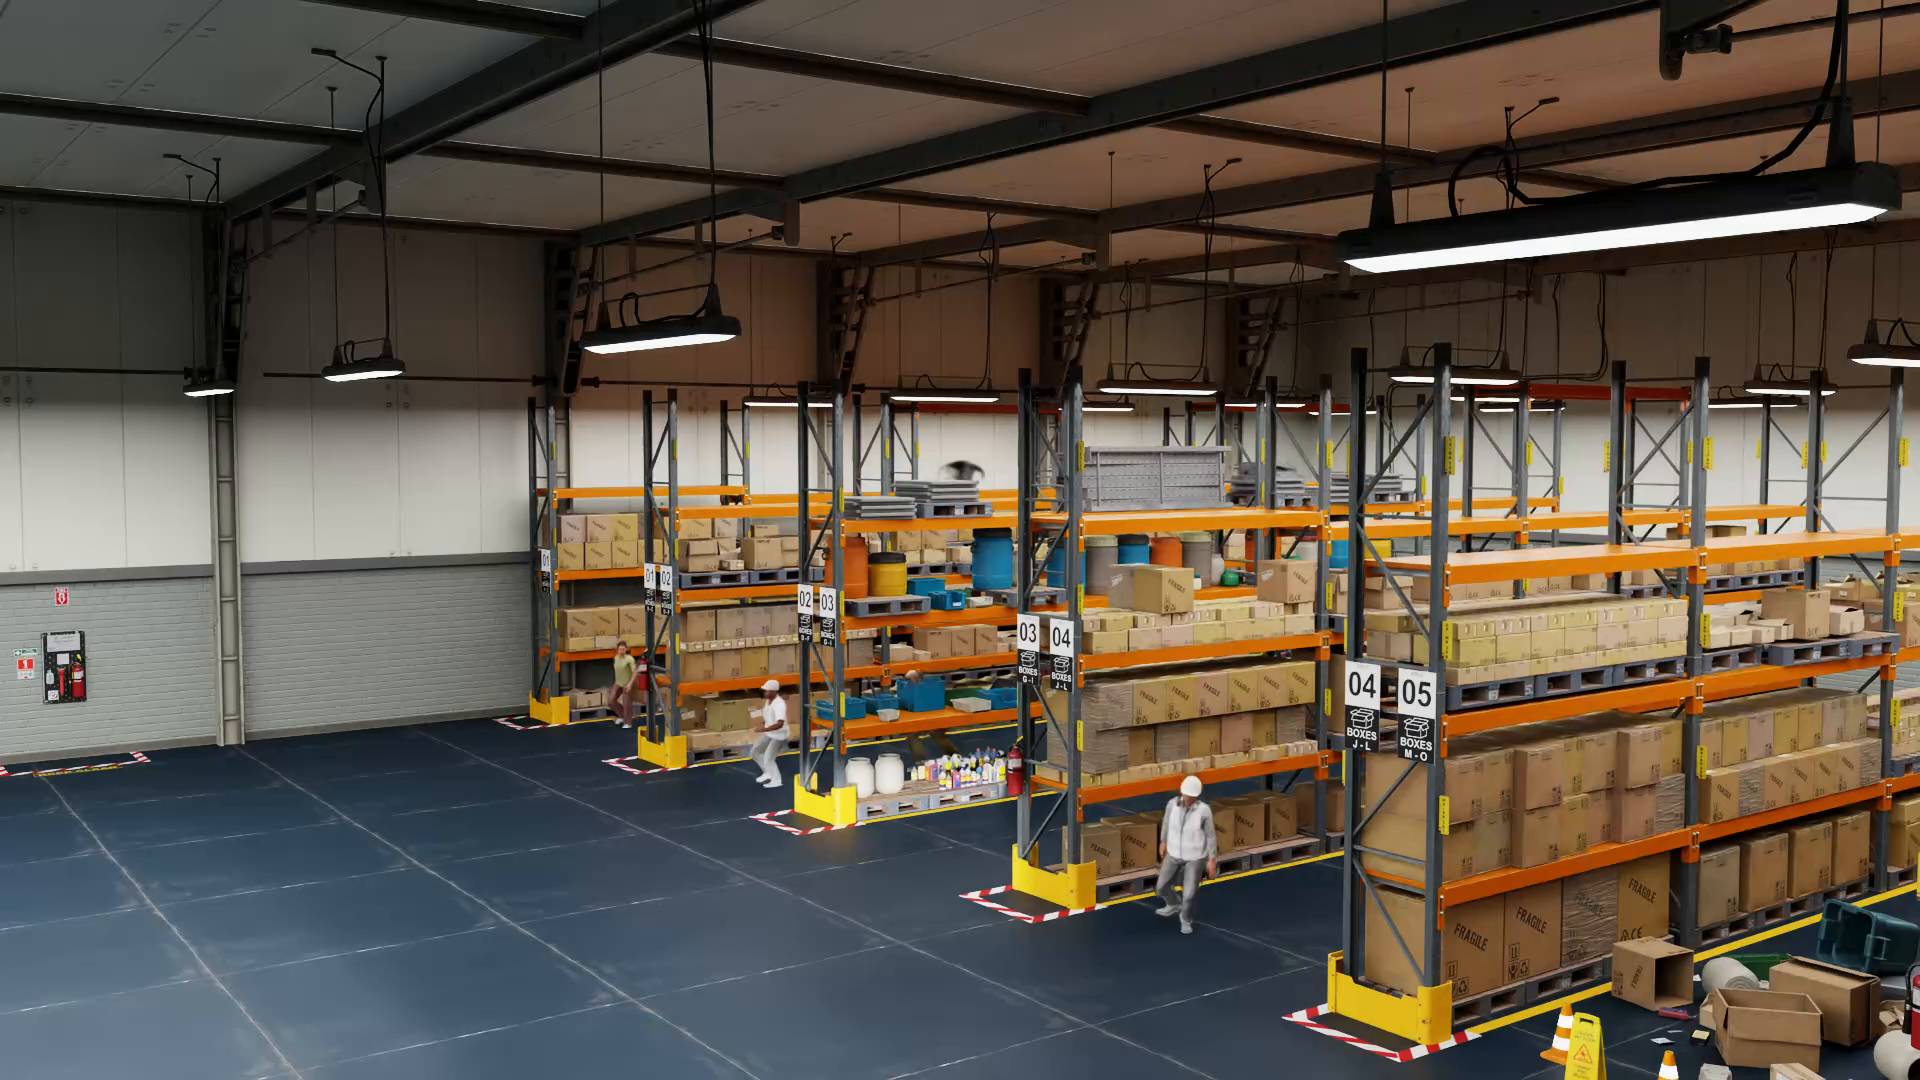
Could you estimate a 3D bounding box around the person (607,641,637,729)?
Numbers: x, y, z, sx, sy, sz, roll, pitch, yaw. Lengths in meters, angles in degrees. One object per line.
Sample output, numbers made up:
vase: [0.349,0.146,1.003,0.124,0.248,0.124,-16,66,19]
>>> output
person: [-5.997,2.594,29.765,0.584,1.627,0.558,1,4,22]

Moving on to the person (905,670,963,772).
person: [-0.448,2.806,26.008,1.186,1.605,0.710,-2,4,-25]

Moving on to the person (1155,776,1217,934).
person: [2.362,3.275,17.482,0.802,1.695,0.685,2,4,29]

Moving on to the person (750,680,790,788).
person: [-2.844,2.883,24.673,0.674,1.657,0.891,-2,4,-36]
